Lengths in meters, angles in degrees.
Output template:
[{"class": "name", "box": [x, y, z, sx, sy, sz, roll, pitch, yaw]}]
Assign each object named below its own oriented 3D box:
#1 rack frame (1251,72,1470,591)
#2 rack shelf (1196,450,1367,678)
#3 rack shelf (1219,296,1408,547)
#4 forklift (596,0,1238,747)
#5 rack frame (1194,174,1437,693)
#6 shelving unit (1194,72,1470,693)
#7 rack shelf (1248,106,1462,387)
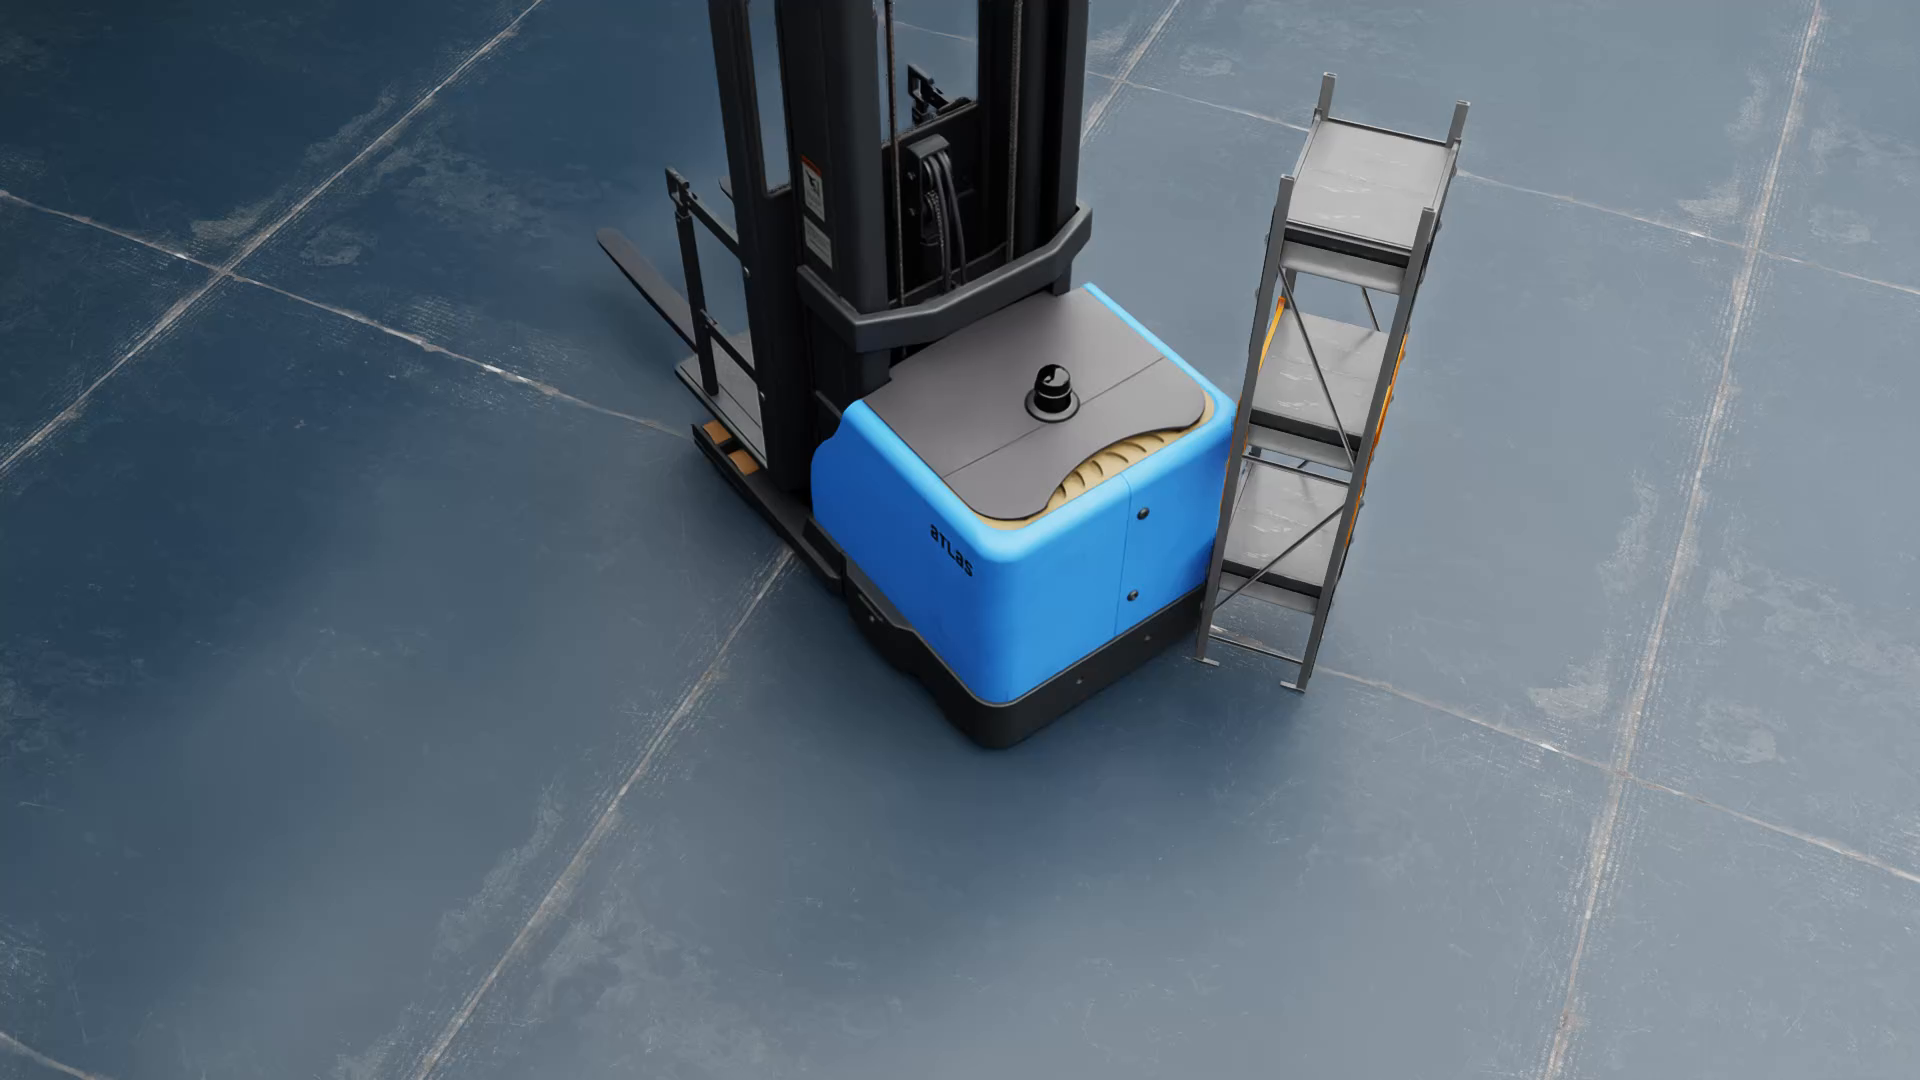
[{"class": "rack frame", "box": [1.192, -0.553, 5.342, 0.400, 2.100, 0.015, 16, 52, 13]}, {"class": "rack shelf", "box": [1.104, 0.083, 5.738, 0.431, 0.518, 0.480, 16, 52, 13]}, {"class": "rack shelf", "box": [1.104, -0.371, 5.205, 0.431, 0.518, 0.480, 16, 52, 13]}, {"class": "forklift", "box": [-0.380, -1.340, 5.465, 1.130, 2.935, 3.031, -29, 56, -23]}, {"class": "rack frame", "box": [1.017, -0.206, 5.047, 0.400, 2.100, 0.015, 16, 52, 13]}, {"class": "shelving unit", "box": [1.104, -0.379, 5.194, 0.431, 2.100, 0.503, 16, 52, 13]}, {"class": "rack shelf", "box": [1.104, -0.824, 4.671, 0.431, 0.518, 0.480, 16, 52, 13]}]
